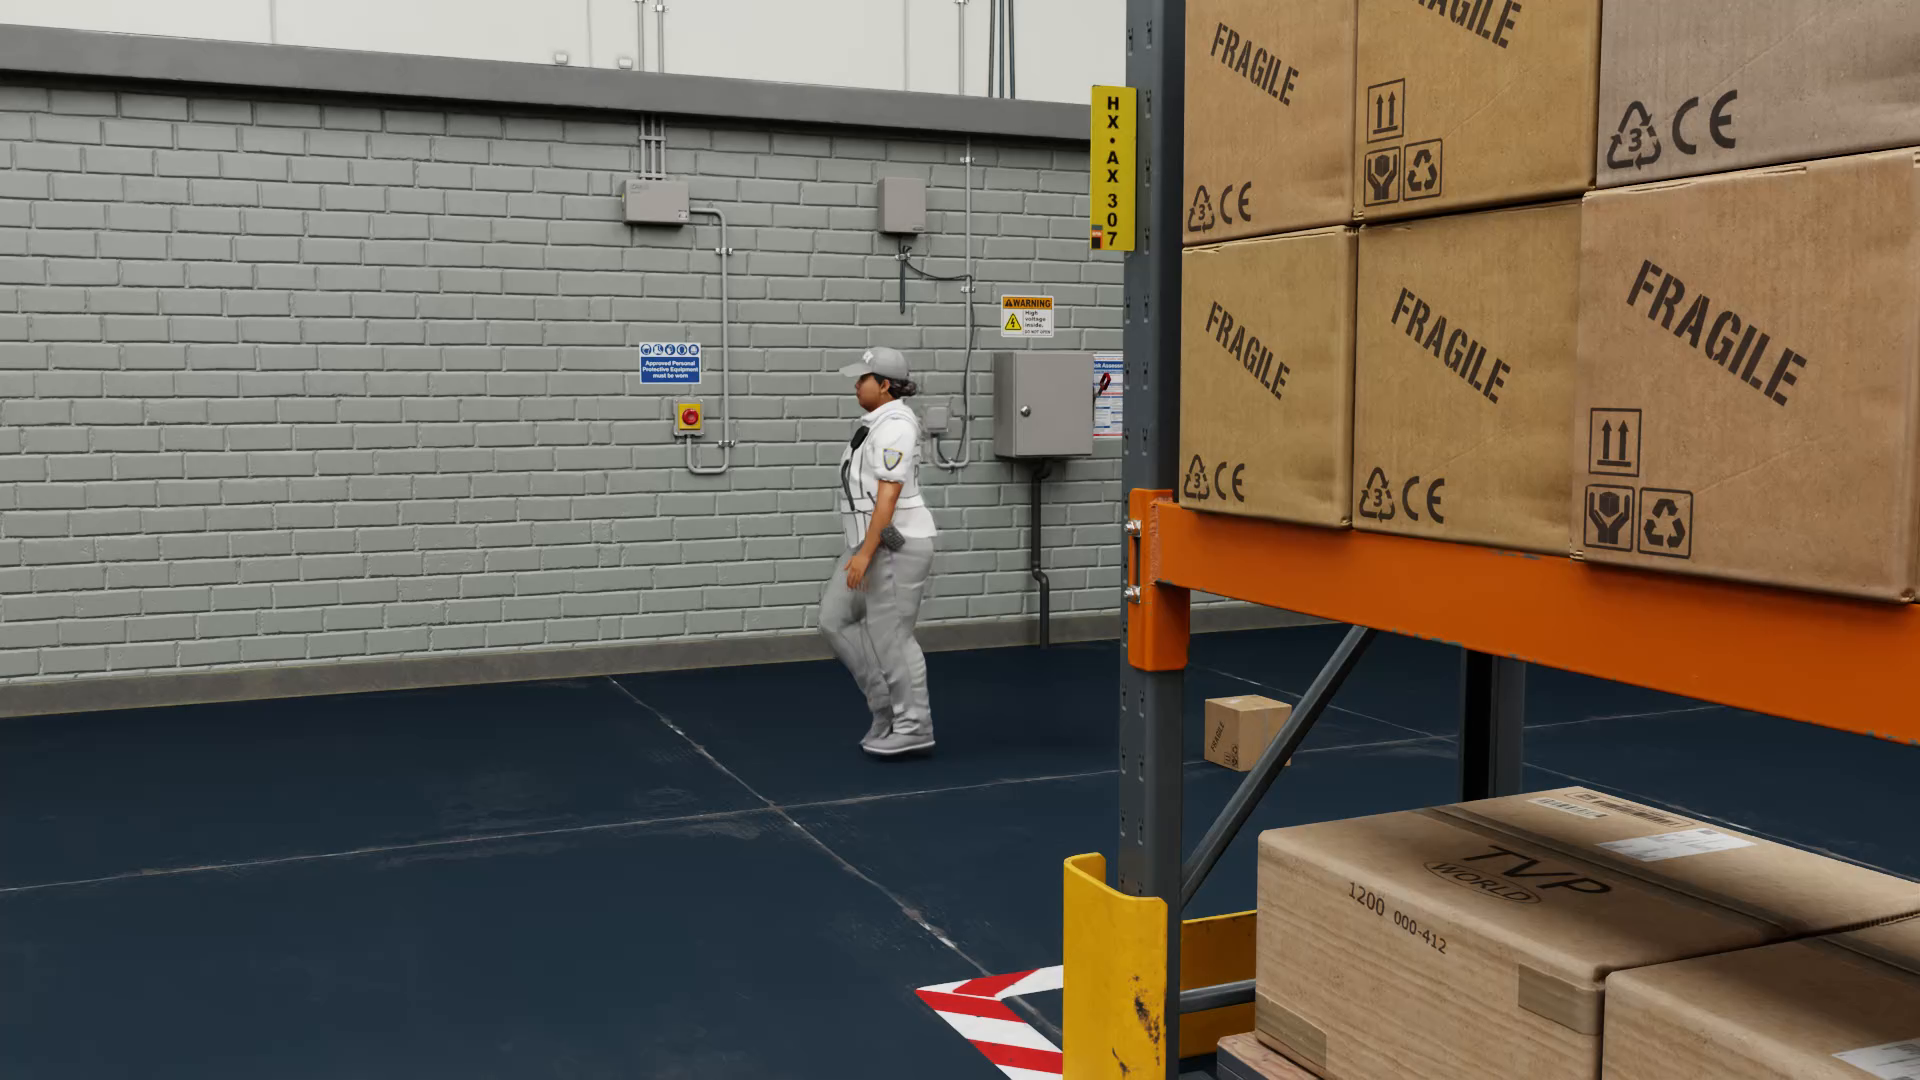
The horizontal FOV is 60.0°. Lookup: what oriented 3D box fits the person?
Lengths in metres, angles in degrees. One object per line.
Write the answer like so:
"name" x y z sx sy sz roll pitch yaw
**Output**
"person" -0.320 0.064 6.789 0.437 1.698 0.486 -1 6 -12
